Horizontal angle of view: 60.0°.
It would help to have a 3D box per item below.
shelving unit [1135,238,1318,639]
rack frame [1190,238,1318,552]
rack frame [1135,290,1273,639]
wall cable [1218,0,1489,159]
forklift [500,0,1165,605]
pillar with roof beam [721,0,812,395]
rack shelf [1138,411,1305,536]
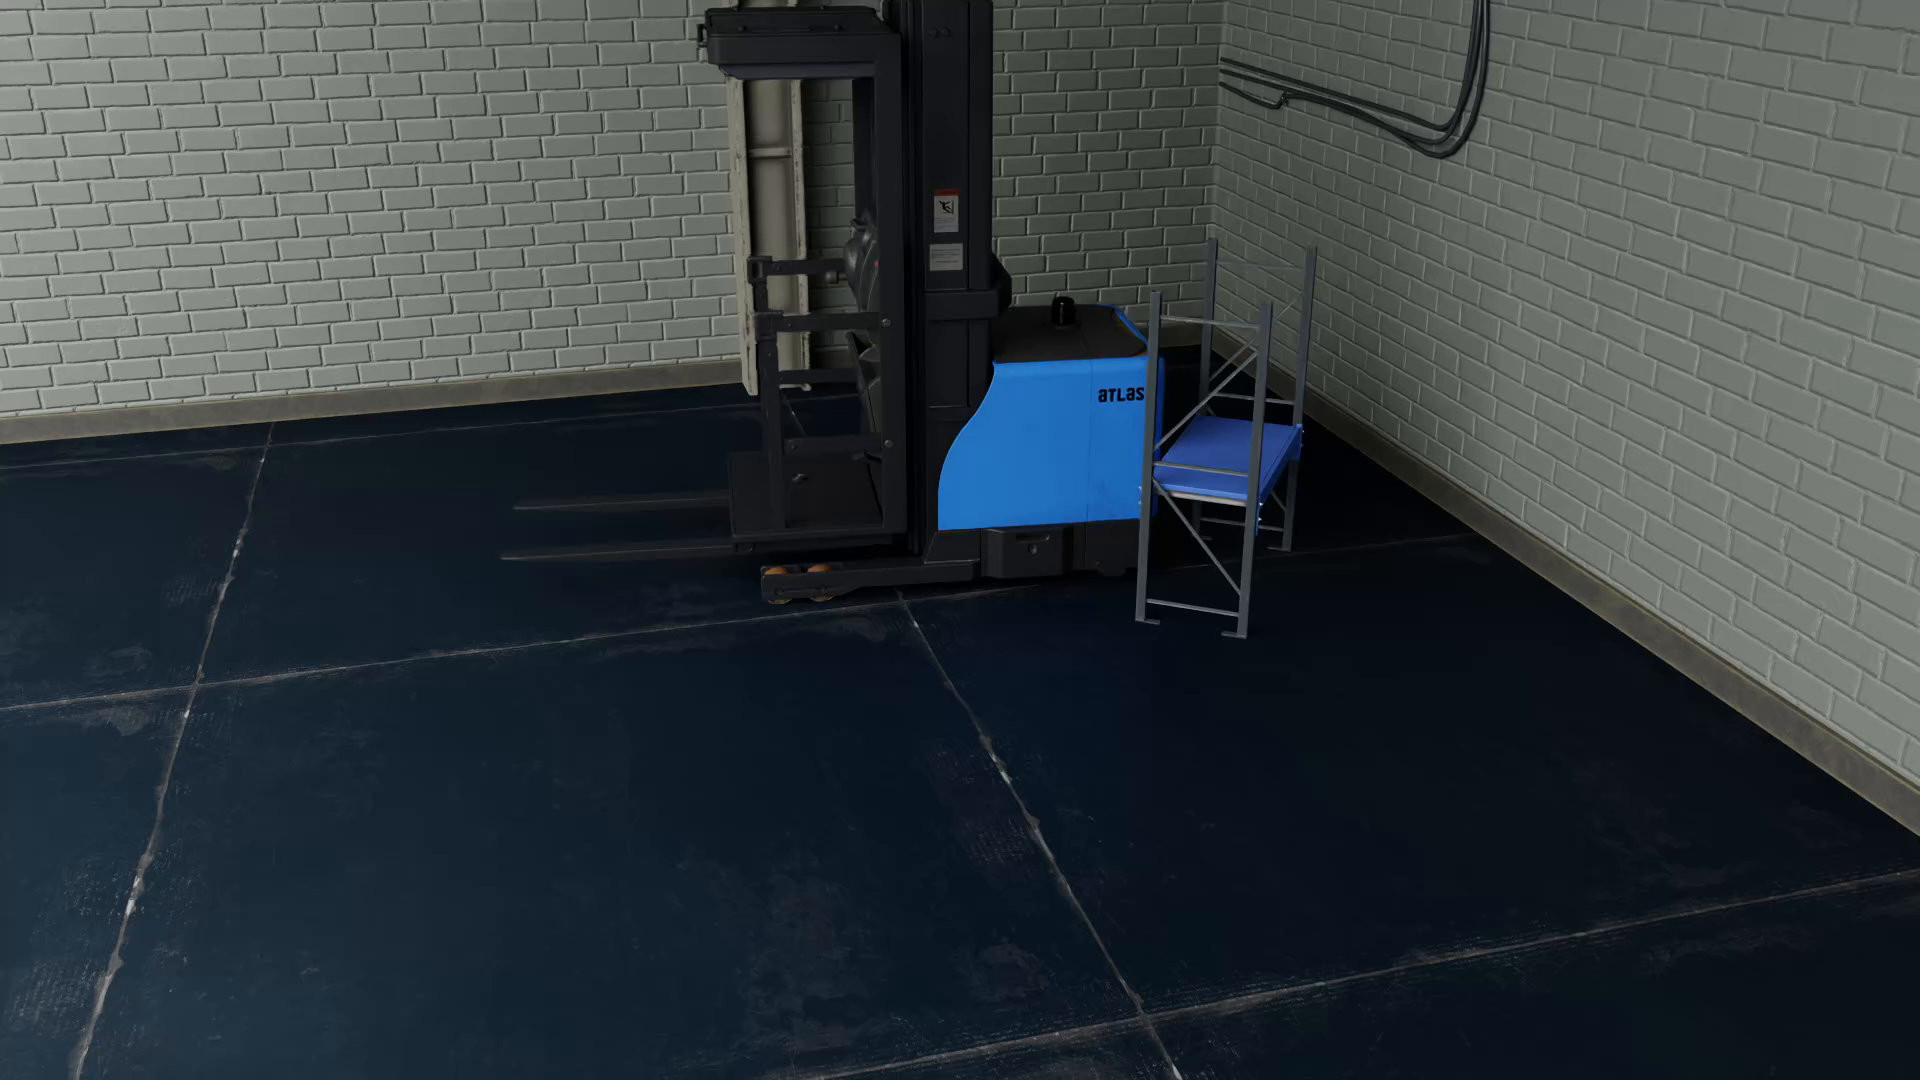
[{"bbox_3d":[1.202,-0.485,7.479,0.538,1.500,1.048,9,25,19],"label":"shelving unit"},{"bbox_3d":[1.385,-0.672,7.915,0.500,1.500,0.032,9,25,19],"label":"rack frame"},{"bbox_3d":[1.020,-0.298,7.043,0.500,1.500,0.032,9,25,19],"label":"rack frame"},{"bbox_3d":[2.034,-3.499,8.930,0.112,2.526,3.097,-6,24,-14],"label":"wall cable"},{"bbox_3d":[-0.623,-1.276,7.508,3.031,2.935,1.130,-3,23,-8],"label":"forklift"},{"bbox_3d":[0.003,-3.480,4.948,0.400,9.000,9.100,-6,24,-14],"label":"pillar with roof beam"},{"bbox_3d":[1.202,-0.320,7.550,0.538,0.185,1.000,9,25,19],"label":"rack shelf"}]
